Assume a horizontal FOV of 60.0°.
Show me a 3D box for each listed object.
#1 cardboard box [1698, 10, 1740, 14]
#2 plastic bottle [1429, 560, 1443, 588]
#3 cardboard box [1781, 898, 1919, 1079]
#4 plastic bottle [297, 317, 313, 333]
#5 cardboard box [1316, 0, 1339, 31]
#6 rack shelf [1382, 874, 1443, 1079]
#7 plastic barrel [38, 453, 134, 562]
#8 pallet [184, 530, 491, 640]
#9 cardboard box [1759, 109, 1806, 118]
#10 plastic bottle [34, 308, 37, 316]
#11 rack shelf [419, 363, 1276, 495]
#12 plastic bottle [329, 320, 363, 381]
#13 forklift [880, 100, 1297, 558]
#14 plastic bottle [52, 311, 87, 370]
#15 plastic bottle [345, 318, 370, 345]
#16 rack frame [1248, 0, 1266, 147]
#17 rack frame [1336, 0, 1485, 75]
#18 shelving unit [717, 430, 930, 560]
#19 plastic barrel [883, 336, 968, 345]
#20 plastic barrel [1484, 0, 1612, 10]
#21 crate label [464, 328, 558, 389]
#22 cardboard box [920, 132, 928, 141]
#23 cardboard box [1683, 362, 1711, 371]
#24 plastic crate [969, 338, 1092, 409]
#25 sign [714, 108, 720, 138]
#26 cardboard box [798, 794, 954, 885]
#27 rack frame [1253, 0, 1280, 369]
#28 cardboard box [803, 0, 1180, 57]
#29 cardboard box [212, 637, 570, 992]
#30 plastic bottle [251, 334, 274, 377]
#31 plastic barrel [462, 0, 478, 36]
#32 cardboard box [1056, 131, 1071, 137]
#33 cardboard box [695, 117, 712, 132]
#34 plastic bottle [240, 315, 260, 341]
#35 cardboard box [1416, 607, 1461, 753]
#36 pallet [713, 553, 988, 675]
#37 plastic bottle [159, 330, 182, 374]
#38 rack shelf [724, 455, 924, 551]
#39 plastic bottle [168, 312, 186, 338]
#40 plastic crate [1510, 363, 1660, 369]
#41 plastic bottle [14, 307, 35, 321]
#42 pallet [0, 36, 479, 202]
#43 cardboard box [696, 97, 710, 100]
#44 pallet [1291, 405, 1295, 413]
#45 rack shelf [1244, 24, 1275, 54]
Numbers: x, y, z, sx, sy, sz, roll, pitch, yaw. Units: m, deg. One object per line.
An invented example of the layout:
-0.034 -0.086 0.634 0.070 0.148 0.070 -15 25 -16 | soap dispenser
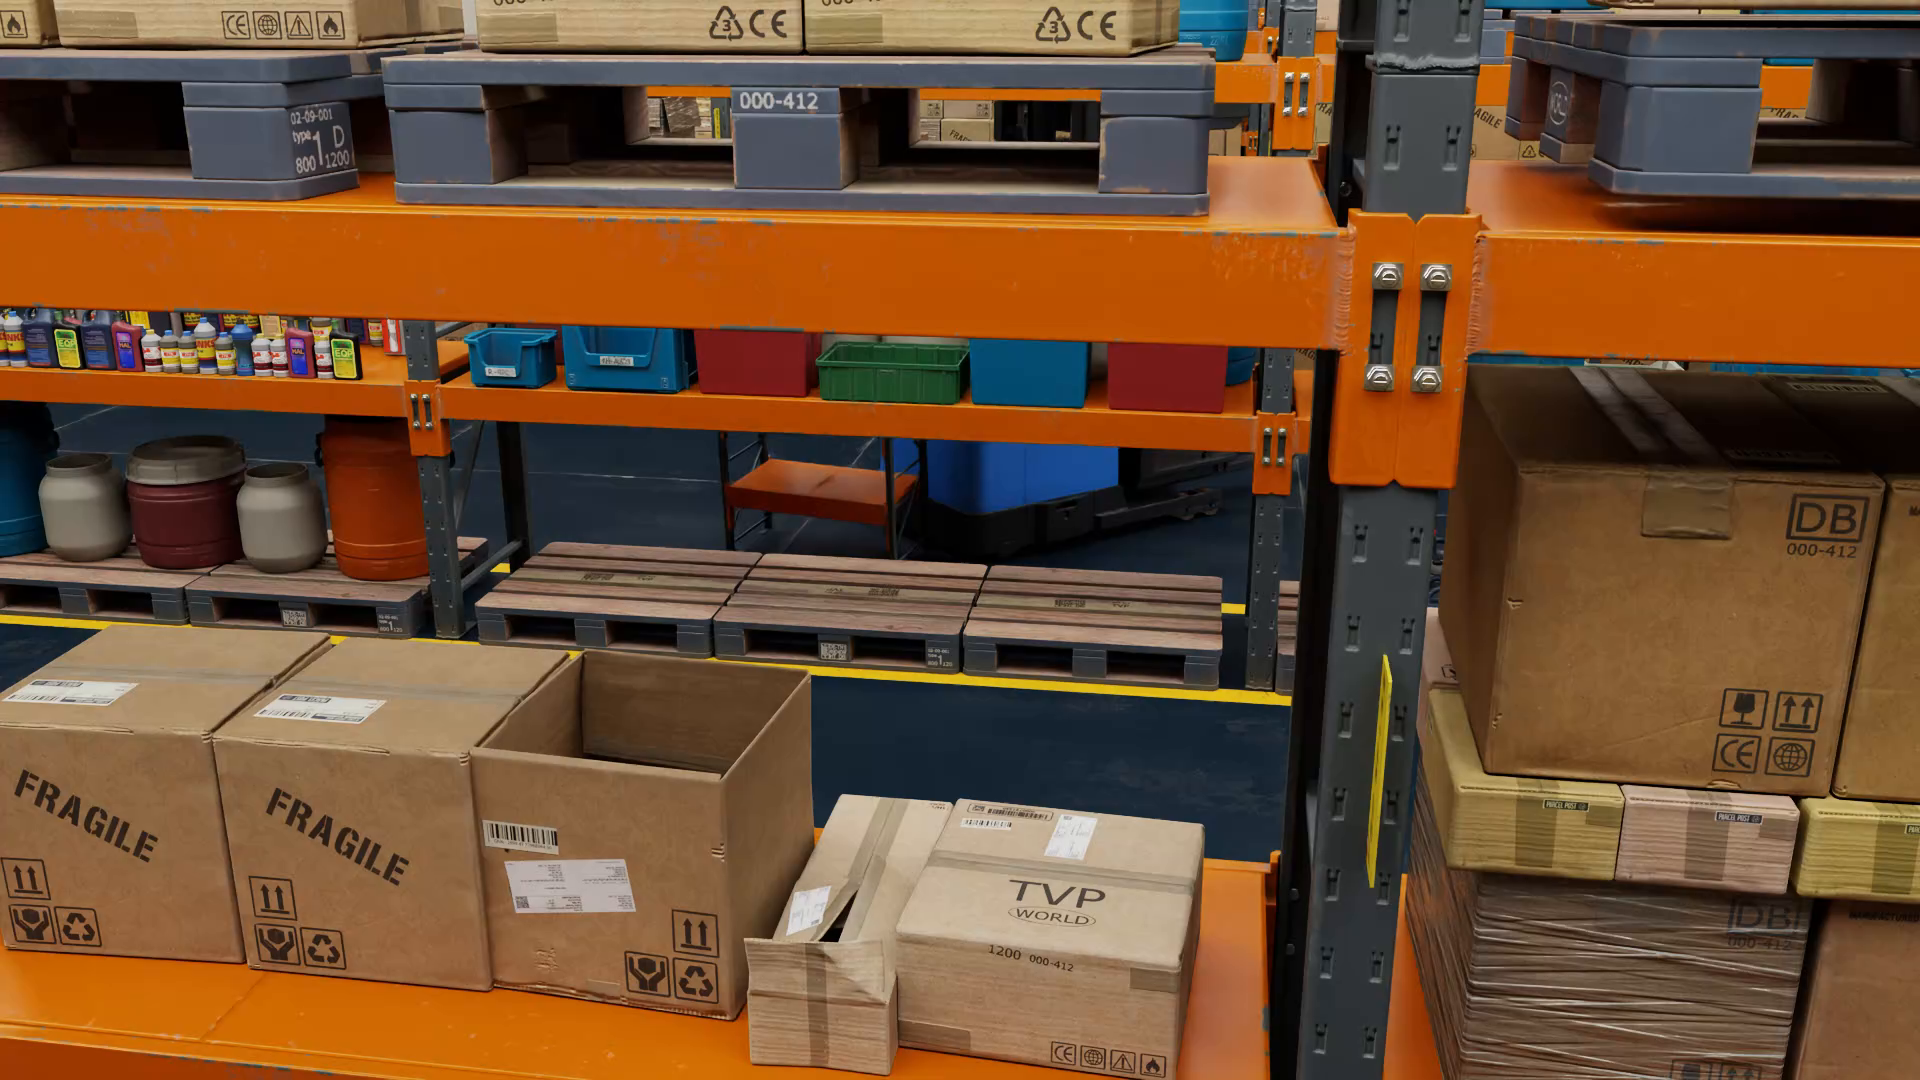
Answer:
5.191 -3.549 11.193 0.500 0.250 0.500 3 19 9 | cardboard box
2.338 0.204 8.066 0.135 0.276 0.152 3 19 9 | plastic bottle
1.637 0.670 2.914 0.500 0.500 0.700 3 19 8 | cardboard box
-3.436 -1.161 8.747 0.097 0.271 0.097 0 18 0 | plastic bottle
2.655 -3.679 11.580 0.500 0.250 0.500 2 19 7 | cardboard box
2.651 1.115 2.878 4.000 0.370 1.077 3 19 9 | rack shelf
-4.656 -0.176 8.860 0.421 0.512 0.421 0 18 0 | plastic barrel
-3.269 0.216 8.826 1.213 0.211 1.003 3 19 9 | pallet
5.618 -2.842 11.367 0.500 0.500 0.500 3 19 9 | cardboard box
-5.001 -1.253 9.017 0.135 0.276 0.152 3 19 9 | plastic bottle
-0.509 -0.638 8.117 4.000 0.370 1.077 3 19 9 | rack shelf
-2.951 -0.911 7.983 0.133 0.283 0.061 3 19 9 | plastic bottle
1.009 -1.633 10.063 3.031 2.935 1.130 -12 22 -33 | forklift
-4.394 -0.985 8.203 0.133 0.283 0.061 3 19 9 | plastic bottle
-3.177 -1.179 8.782 0.133 0.283 0.061 3 19 9 | plastic bottle
3.823 -5.535 21.618 0.127 3.000 1.000 3 19 9 | rack frame
0.676 -2.172 2.113 0.127 3.000 1.000 3 19 9 | rack frame
-0.763 -0.447 9.311 1.048 1.125 0.538 7 23 21 | shelving unit
-0.169 -1.097 8.140 0.433 0.535 0.433 0 18 0 | plastic barrel
2.431 -2.654 6.830 0.708 0.901 0.600 3 19 9 | plastic barrel
-2.127 -0.862 7.916 0.416 0.233 0.303 3 19 9 | crate label
-0.592 -2.867 12.824 0.500 0.500 0.700 6 19 17 | cardboard box
5.587 -1.279 12.177 0.500 0.500 0.500 7 20 19 | cardboard box
0.327 -0.829 7.579 0.575 0.384 0.392 3 19 9 | plastic crate
-1.783 -3.007 12.237 0.005 0.325 0.100 3 19 9 | sign
-0.166 0.683 3.429 0.250 0.149 0.380 3 19 9 | cardboard box
2.251 -2.430 12.339 0.127 3.000 1.000 3 19 9 | rack frame
0.069 -0.912 2.647 0.500 0.250 0.500 5 19 14 | cardboard box
-1.094 0.530 3.334 0.500 0.500 0.500 3 19 9 | cardboard box
-3.386 -0.901 8.080 0.097 0.201 0.097 0 18 0 | plastic bottle
-2.226 -2.444 7.476 0.421 0.512 0.421 0 18 0 | plastic barrel
1.081 -4.045 17.007 0.500 0.500 0.500 3 19 8 | cardboard box
-2.646 -4.348 17.336 0.250 0.149 0.380 3 19 10 | cardboard box
-3.786 -1.198 8.859 0.097 0.271 0.097 0 18 0 | plastic bottle
0.979 0.265 3.105 0.250 0.149 0.380 3 19 9 | cardboard box
-0.524 0.356 8.407 1.213 0.211 1.003 3 19 9 | pallet
-3.867 -0.925 8.153 0.097 0.201 0.097 0 18 0 | plastic bottle
-0.757 -0.221 9.402 1.000 0.278 0.538 7 23 21 | rack shelf
-4.229 -1.214 8.900 0.135 0.276 0.152 3 19 9 | plastic bottle
2.761 -0.621 7.267 0.662 0.188 0.450 3 19 9 | plastic crate
-5.003 -1.211 8.898 0.097 0.271 0.097 0 18 0 | plastic bottle
-1.484 -0.800 3.036 1.213 0.211 1.003 4 19 11 | pallet
-2.781 -4.706 17.937 0.250 0.149 0.380 3 19 8 | cardboard box
2.920 -1.085 12.714 1.213 0.211 1.003 3 19 9 | pallet
0.276 -3.612 12.278 4.000 0.370 1.077 3 19 9 | rack shelf
